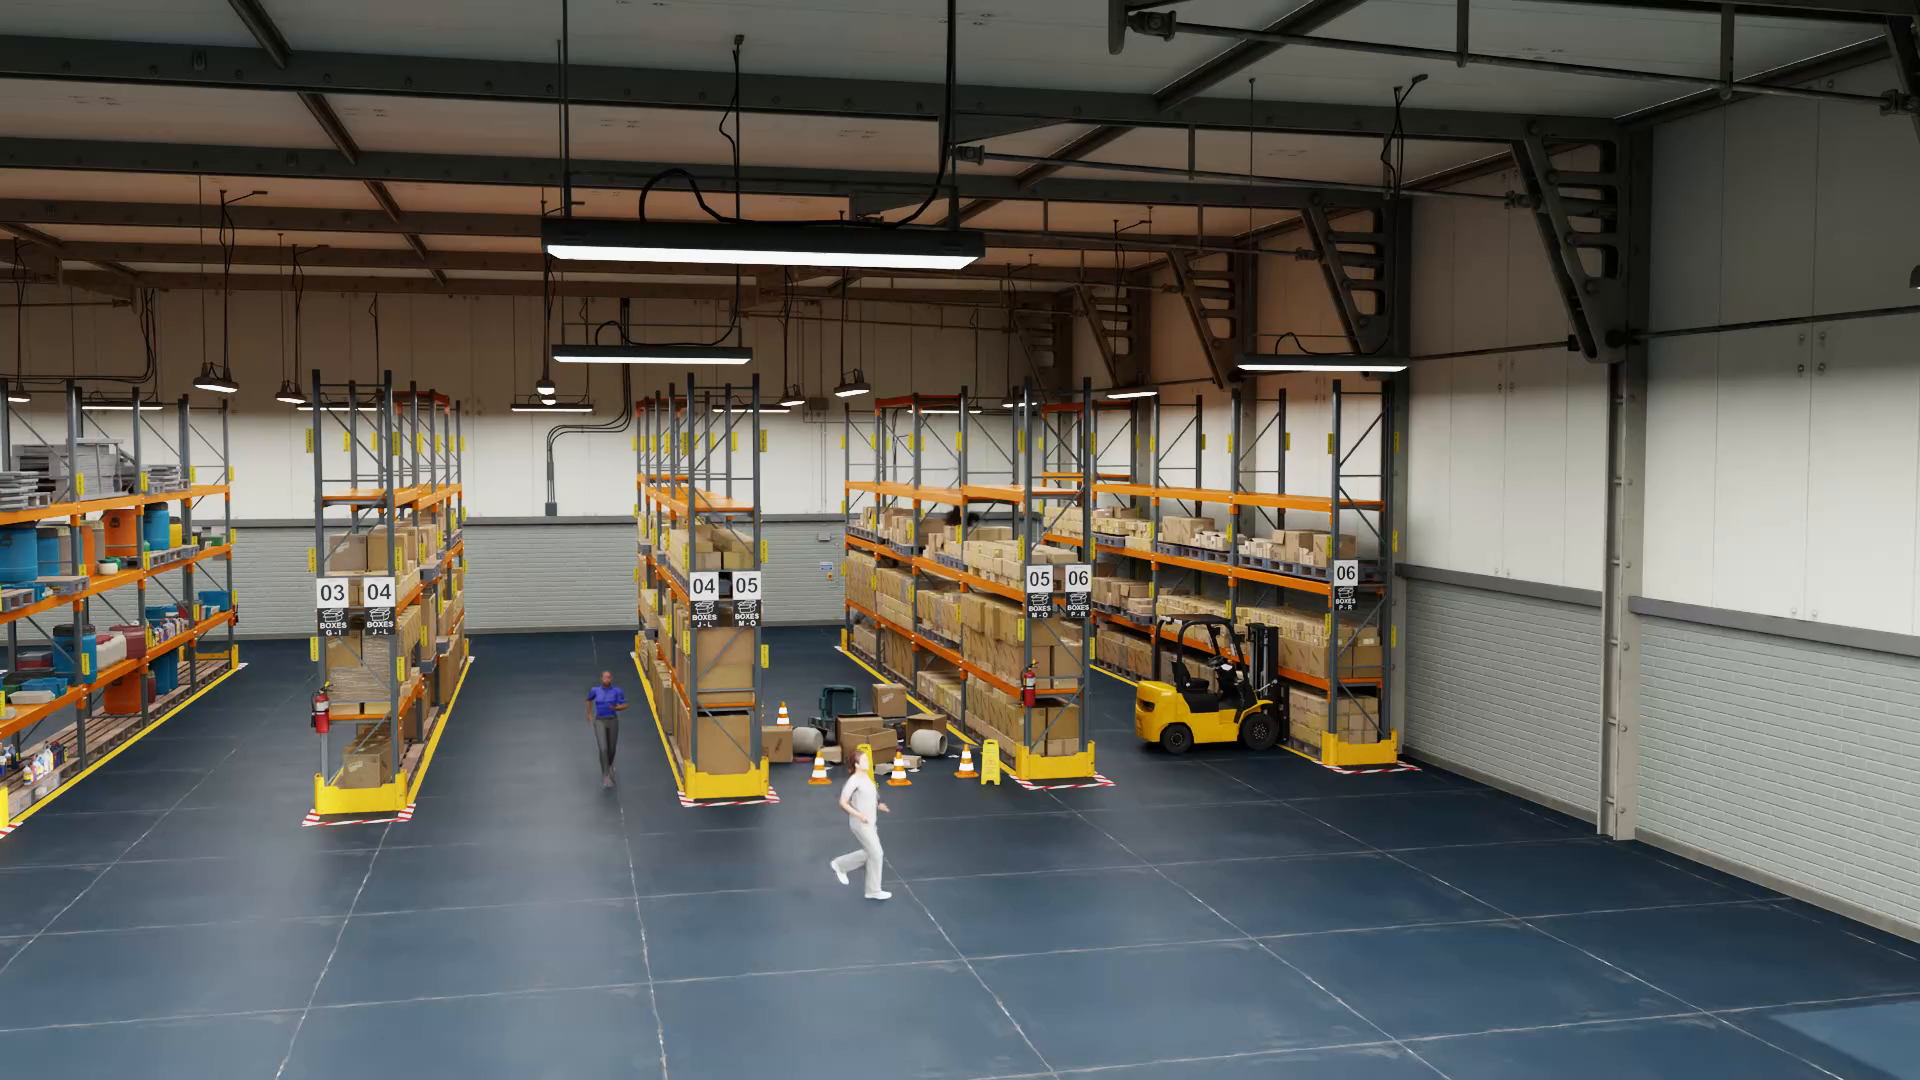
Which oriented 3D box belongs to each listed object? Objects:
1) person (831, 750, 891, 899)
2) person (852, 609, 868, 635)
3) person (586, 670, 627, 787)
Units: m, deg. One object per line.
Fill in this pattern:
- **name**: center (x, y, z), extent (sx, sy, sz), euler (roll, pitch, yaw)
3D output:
- **person**: center (-1.112, 3.126, 18.328), extent (0.753, 1.628, 0.571), euler (1, 4, 20)
- **person**: center (-2.468, 1.761, 41.805), extent (0.762, 1.690, 0.599), euler (1, 3, 12)
- **person**: center (-5.208, 2.732, 24.534), extent (0.567, 1.661, 0.933), euler (-1, 3, -18)
